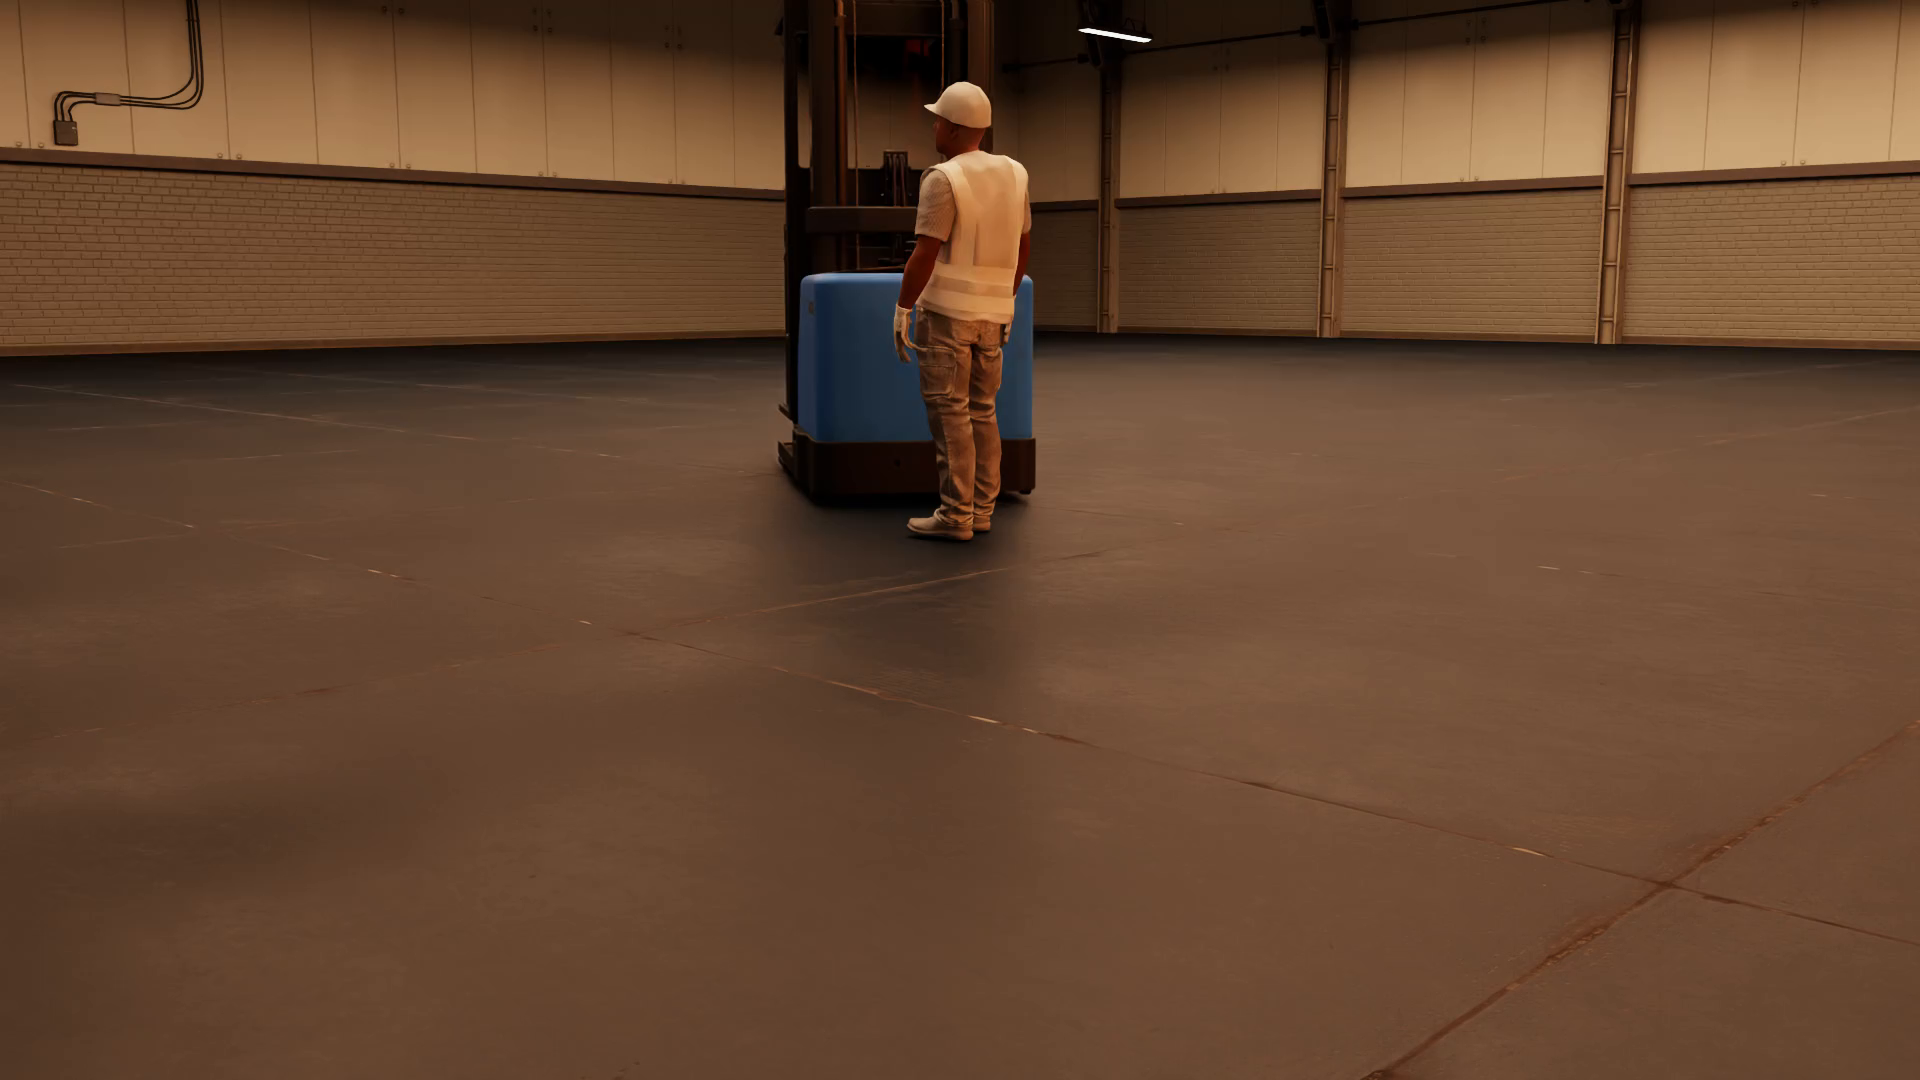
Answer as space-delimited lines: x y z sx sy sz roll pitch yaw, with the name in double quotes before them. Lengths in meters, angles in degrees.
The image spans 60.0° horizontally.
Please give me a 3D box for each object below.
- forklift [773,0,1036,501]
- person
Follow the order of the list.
"forklift" -0.413 -1.818 8.949 1.130 2.935 3.031 -2 9 -10
"person" -0.045 -0.897 6.639 0.577 1.782 0.656 8 12 43
